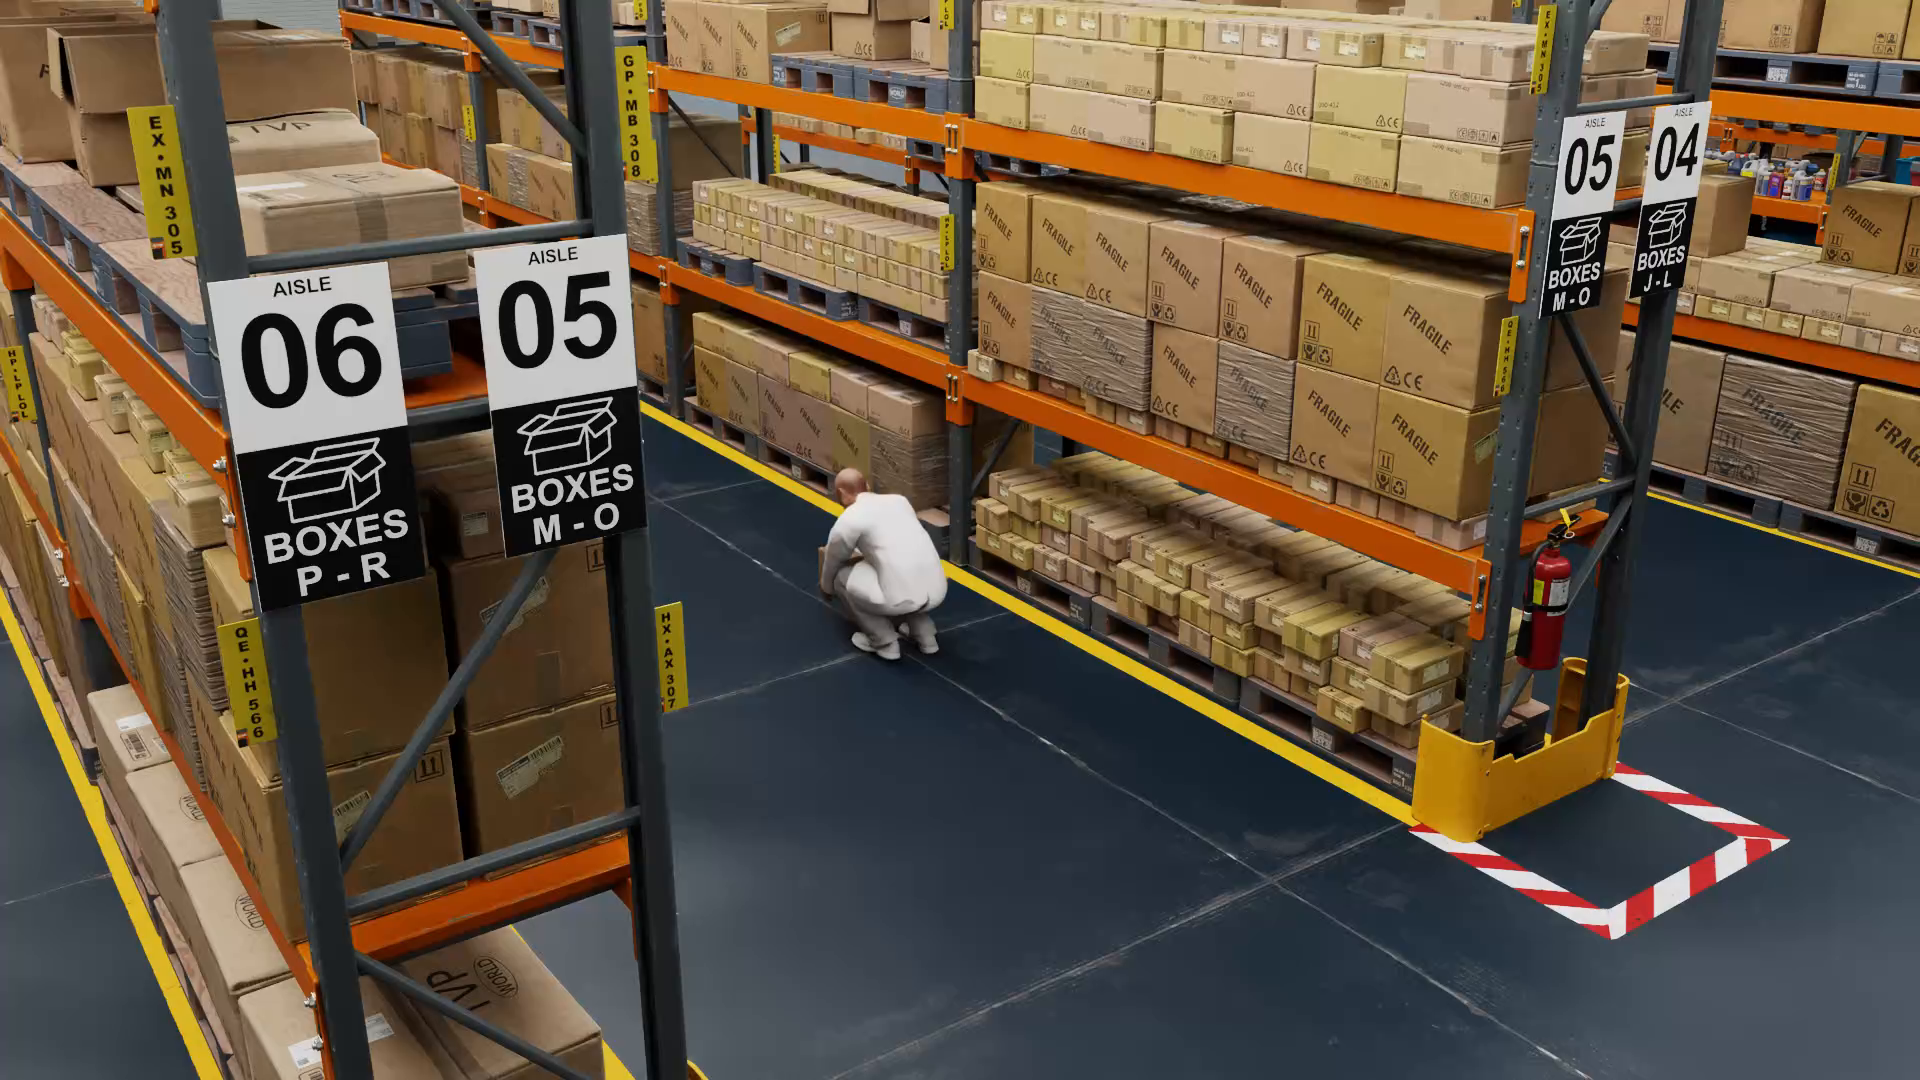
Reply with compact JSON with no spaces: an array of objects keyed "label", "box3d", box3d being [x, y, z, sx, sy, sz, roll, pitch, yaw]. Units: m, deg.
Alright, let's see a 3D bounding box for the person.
[{"label":"person","box3d":[-0.447,0.117,9.394,0.601,0.998,0.898,-14,25,-33]}]
